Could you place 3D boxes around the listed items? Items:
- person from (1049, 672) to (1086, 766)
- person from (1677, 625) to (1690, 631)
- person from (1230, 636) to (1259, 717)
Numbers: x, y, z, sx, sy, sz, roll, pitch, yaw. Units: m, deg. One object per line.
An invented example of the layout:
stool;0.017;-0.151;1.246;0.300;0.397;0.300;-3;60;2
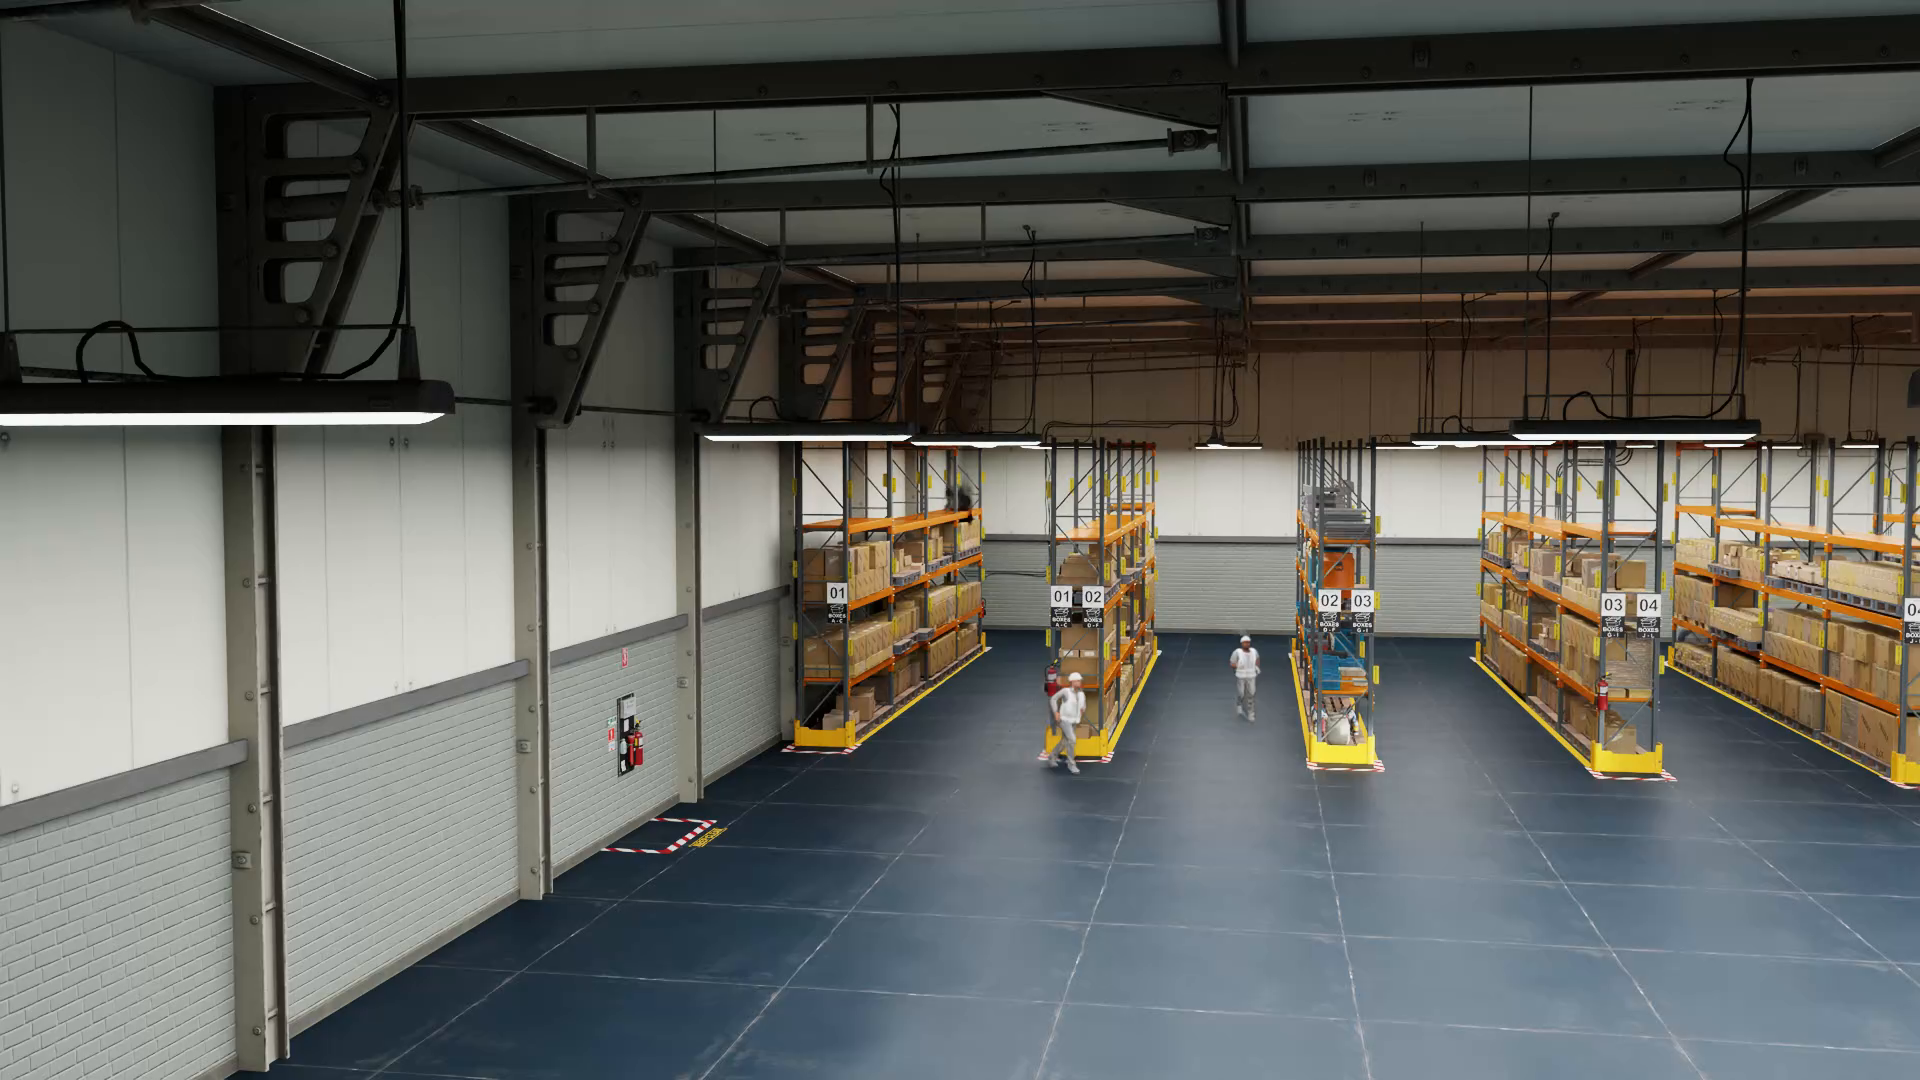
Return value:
person;1.949;3.196;29.972;0.662;1.626;0.786;-3;4;-41
person;19.885;2.461;45.723;0.723;1.703;0.717;1;3;11
person;6.088;2.896;35.495;0.684;1.710;0.812;0;3;-4
